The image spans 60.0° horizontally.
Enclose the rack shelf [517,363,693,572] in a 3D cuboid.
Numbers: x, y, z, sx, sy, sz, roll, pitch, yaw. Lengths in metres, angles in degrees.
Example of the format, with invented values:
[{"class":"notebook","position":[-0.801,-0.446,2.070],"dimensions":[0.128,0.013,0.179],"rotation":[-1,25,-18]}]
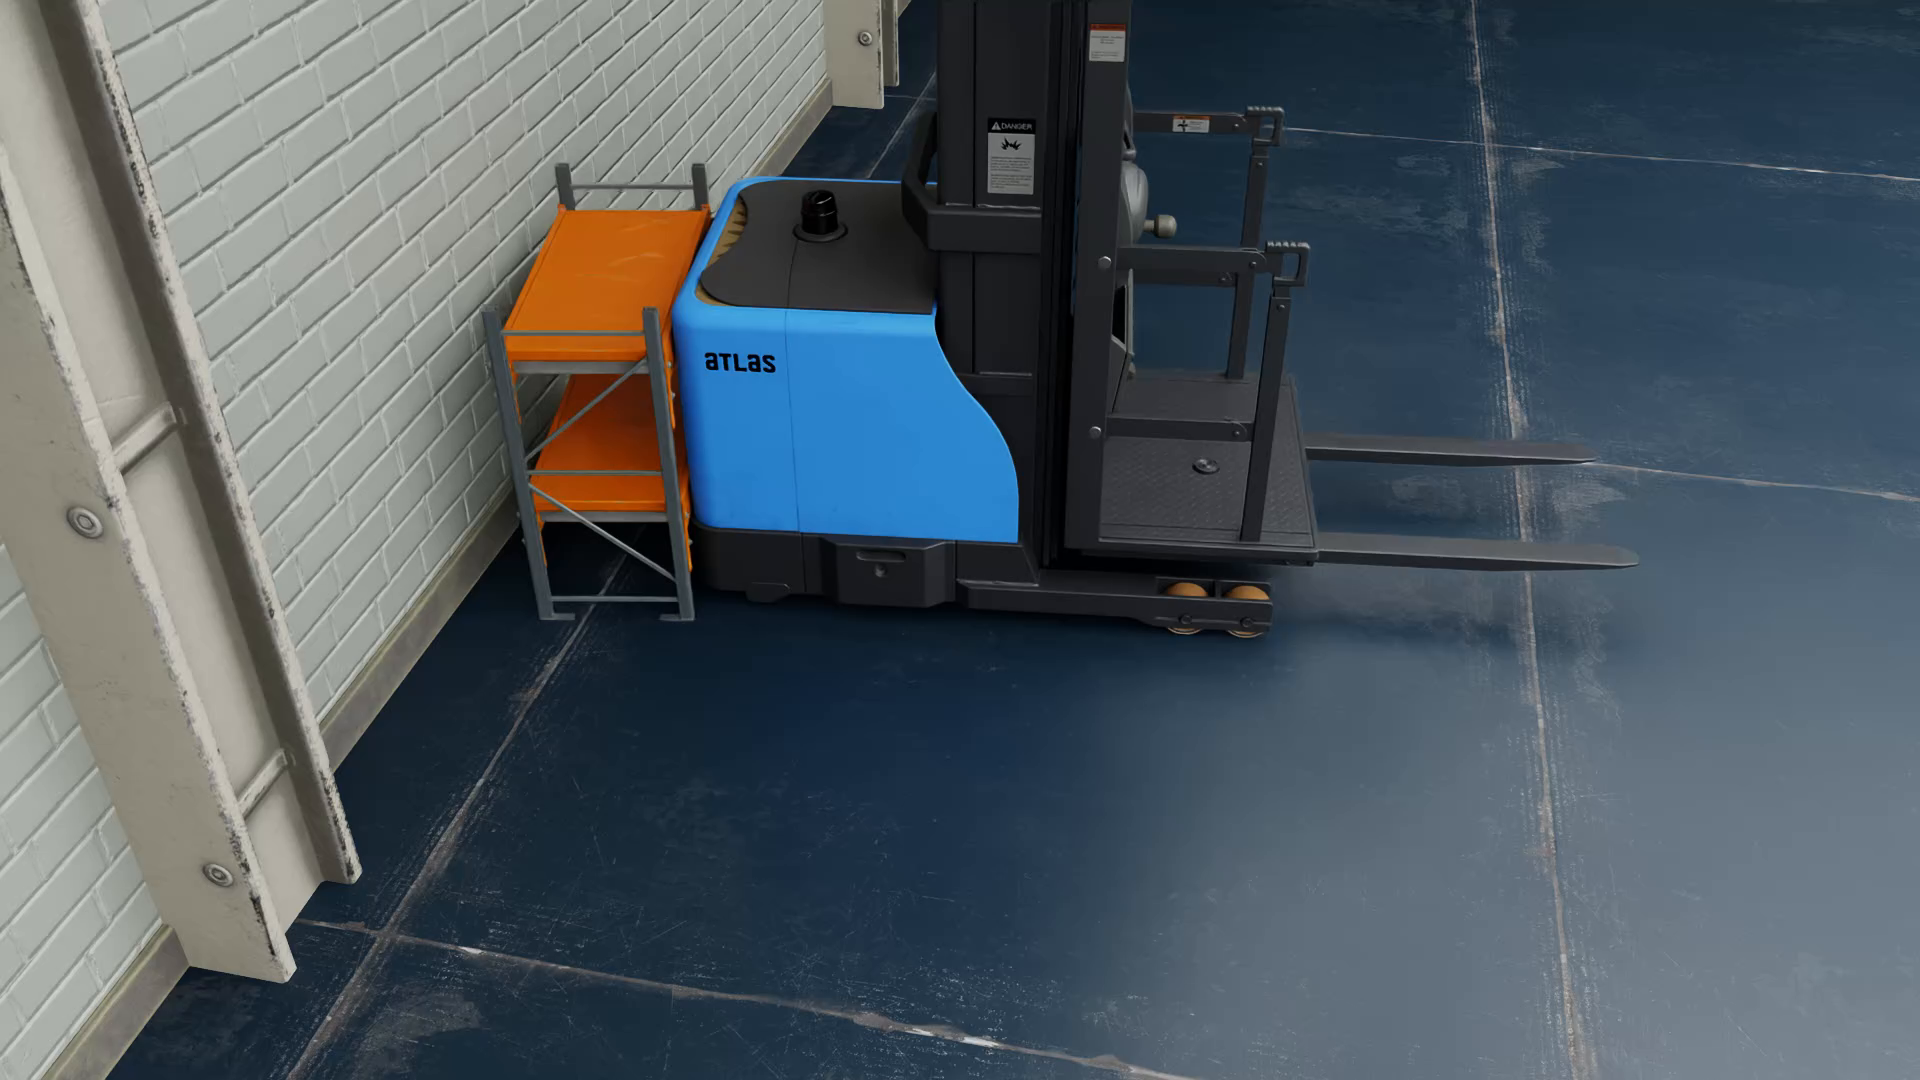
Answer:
[{"class":"rack shelf","position":[-1.109,-0.303,5.627],"dimensions":[0.538,0.278,1.000],"rotation":[0,36,0]}]

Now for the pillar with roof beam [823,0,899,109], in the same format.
[{"class":"pillar with roof beam","position":[3.675,-5.556,5.747],"dimensions":[9.100,9.000,0.400],"rotation":[7,37,10]}]

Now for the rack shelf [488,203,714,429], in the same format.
[{"class":"rack shelf","position":[-1.109,-0.738,5.311],"dimensions":[0.538,0.278,1.000],"rotation":[0,36,0]}]

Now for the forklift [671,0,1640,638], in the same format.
[{"class":"forklift","position":[0.676,-1.201,4.910],"dimensions":[3.031,2.935,1.130],"rotation":[3,36,4]}]

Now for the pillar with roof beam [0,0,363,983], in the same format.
[{"class":"pillar with roof beam","position":[2.394,-2.116,1.001],"dimensions":[9.100,9.000,0.400],"rotation":[7,37,10]}]

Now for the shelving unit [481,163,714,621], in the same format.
[{"class":"shelving unit","position":[-1.109,-0.501,5.483],"dimensions":[0.538,1.125,1.048],"rotation":[0,36,0]}]

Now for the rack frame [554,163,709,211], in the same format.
[{"class":"rack frame","position":[-1.105,-0.800,5.895],"dimensions":[0.500,1.125,0.032],"rotation":[0,36,0]}]

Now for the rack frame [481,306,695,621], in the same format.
[{"class":"rack frame","position":[-1.112,-0.203,5.072],"dimensions":[0.500,1.125,0.032],"rotation":[0,36,0]}]
